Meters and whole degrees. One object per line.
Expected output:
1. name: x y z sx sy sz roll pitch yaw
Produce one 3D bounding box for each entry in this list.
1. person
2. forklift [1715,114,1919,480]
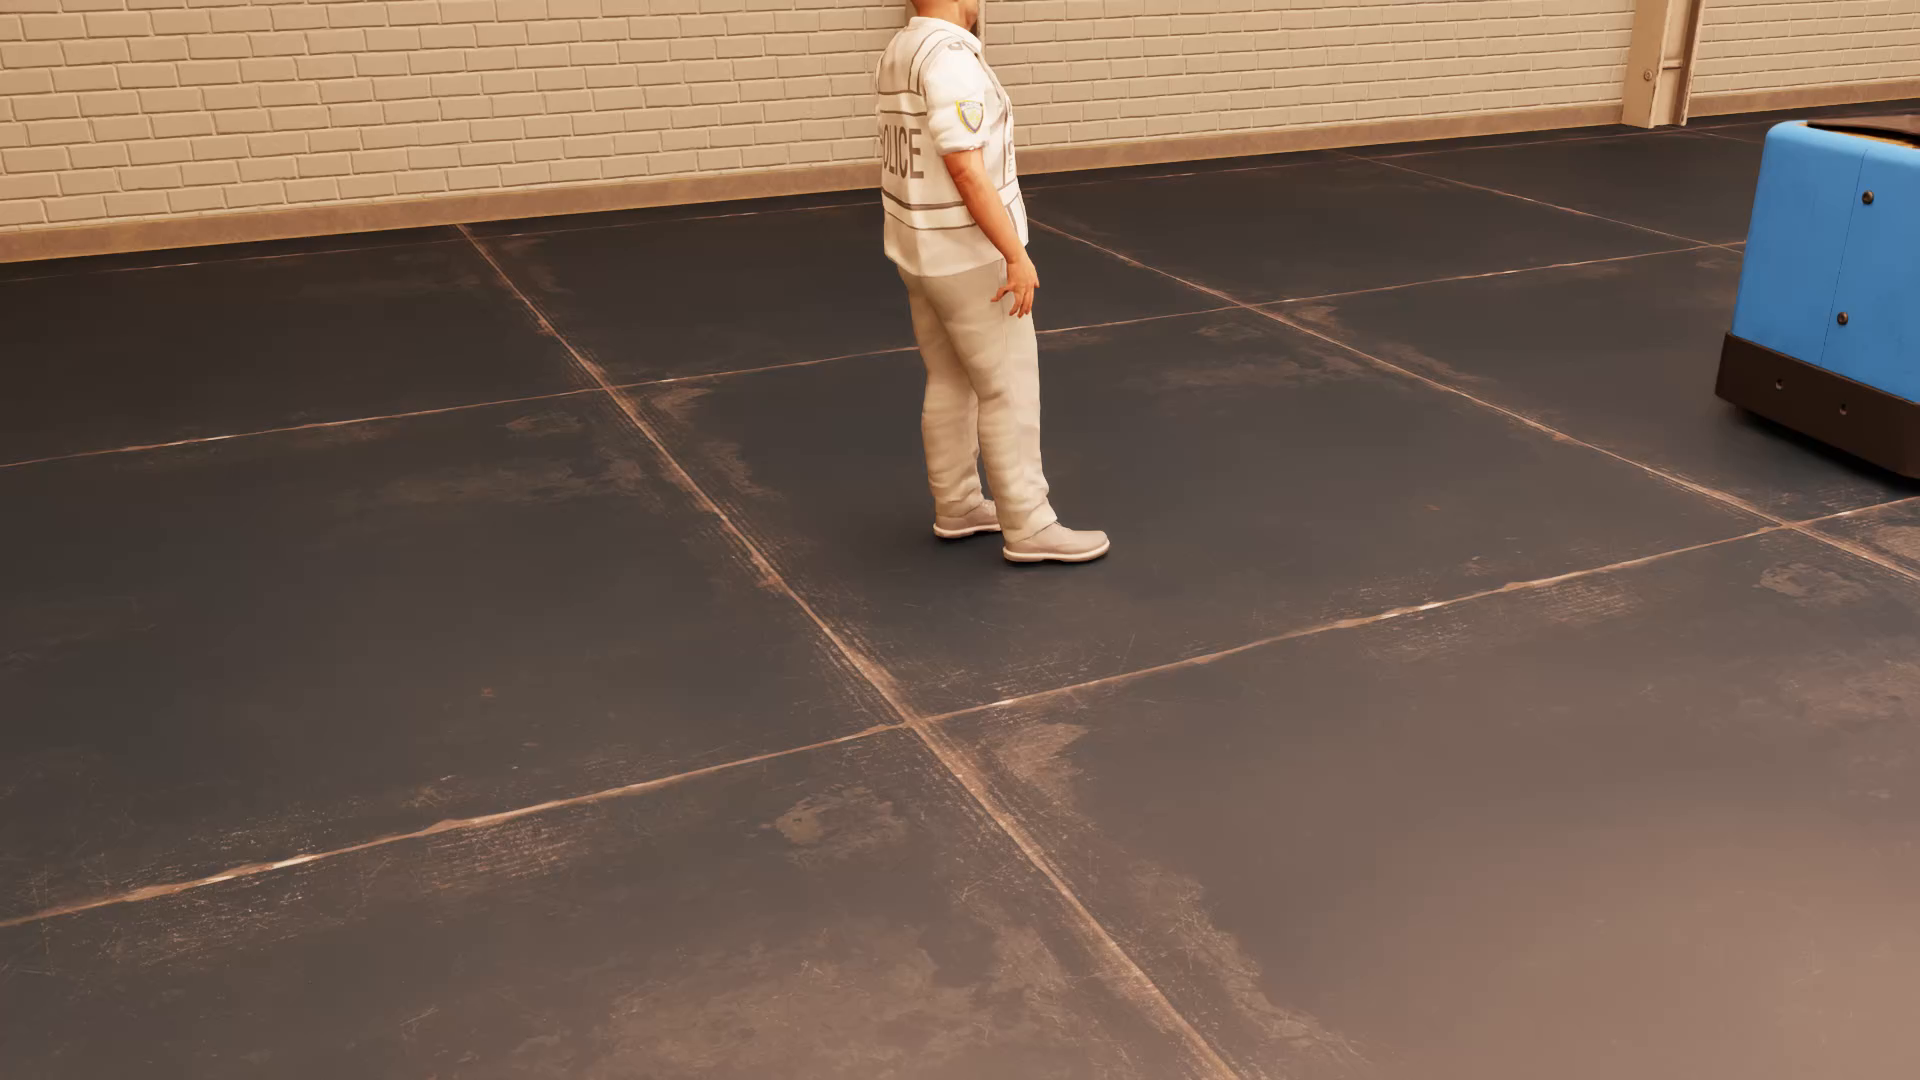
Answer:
1. person: 0.075 -0.838 4.782 0.575 1.781 0.640 -10 25 -23
2. forklift: 4.402 -1.821 5.669 3.031 2.935 1.130 -6 23 -15
